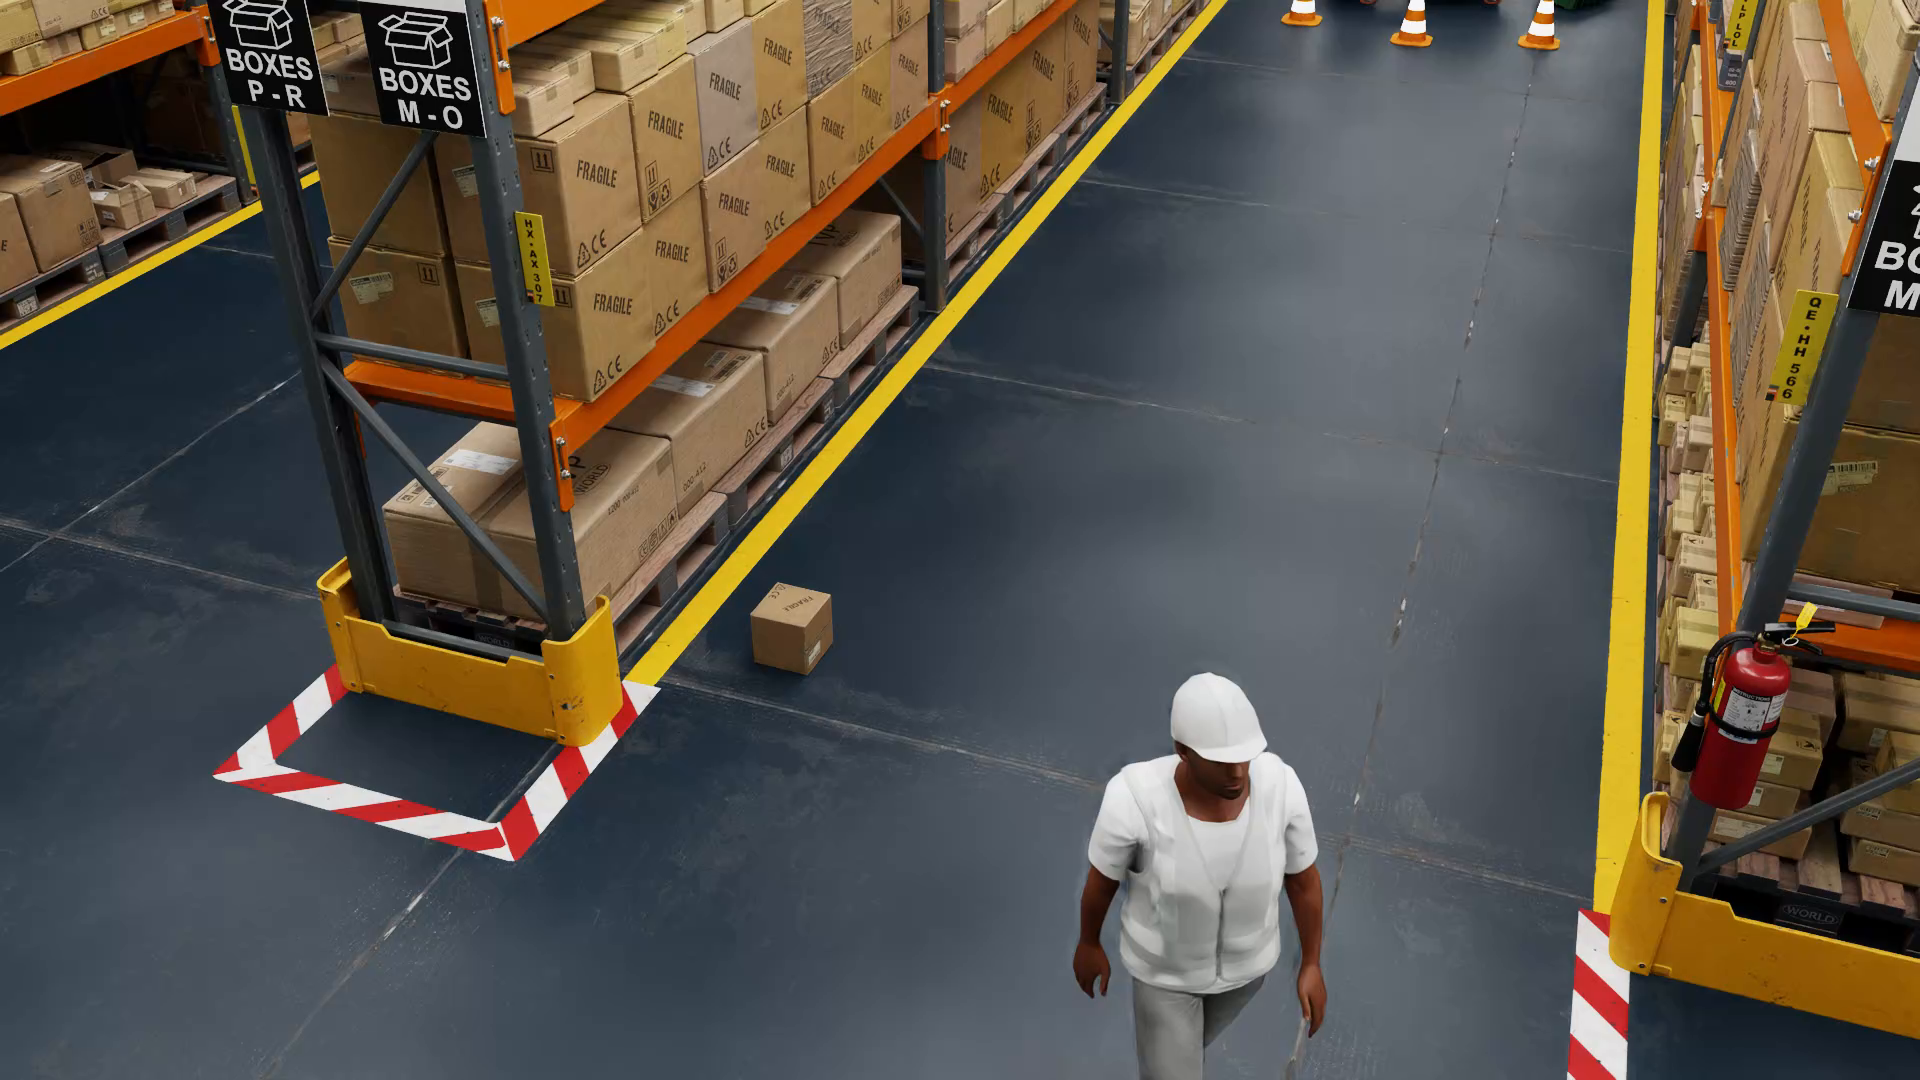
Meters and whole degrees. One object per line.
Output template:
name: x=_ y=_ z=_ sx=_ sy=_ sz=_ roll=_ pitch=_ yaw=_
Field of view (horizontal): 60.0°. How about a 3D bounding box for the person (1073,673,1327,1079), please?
person: x=0.650 y=1.151 z=4.358 sx=0.614 sy=1.790 sz=0.794 roll=-8 pitch=34 yaw=-11
